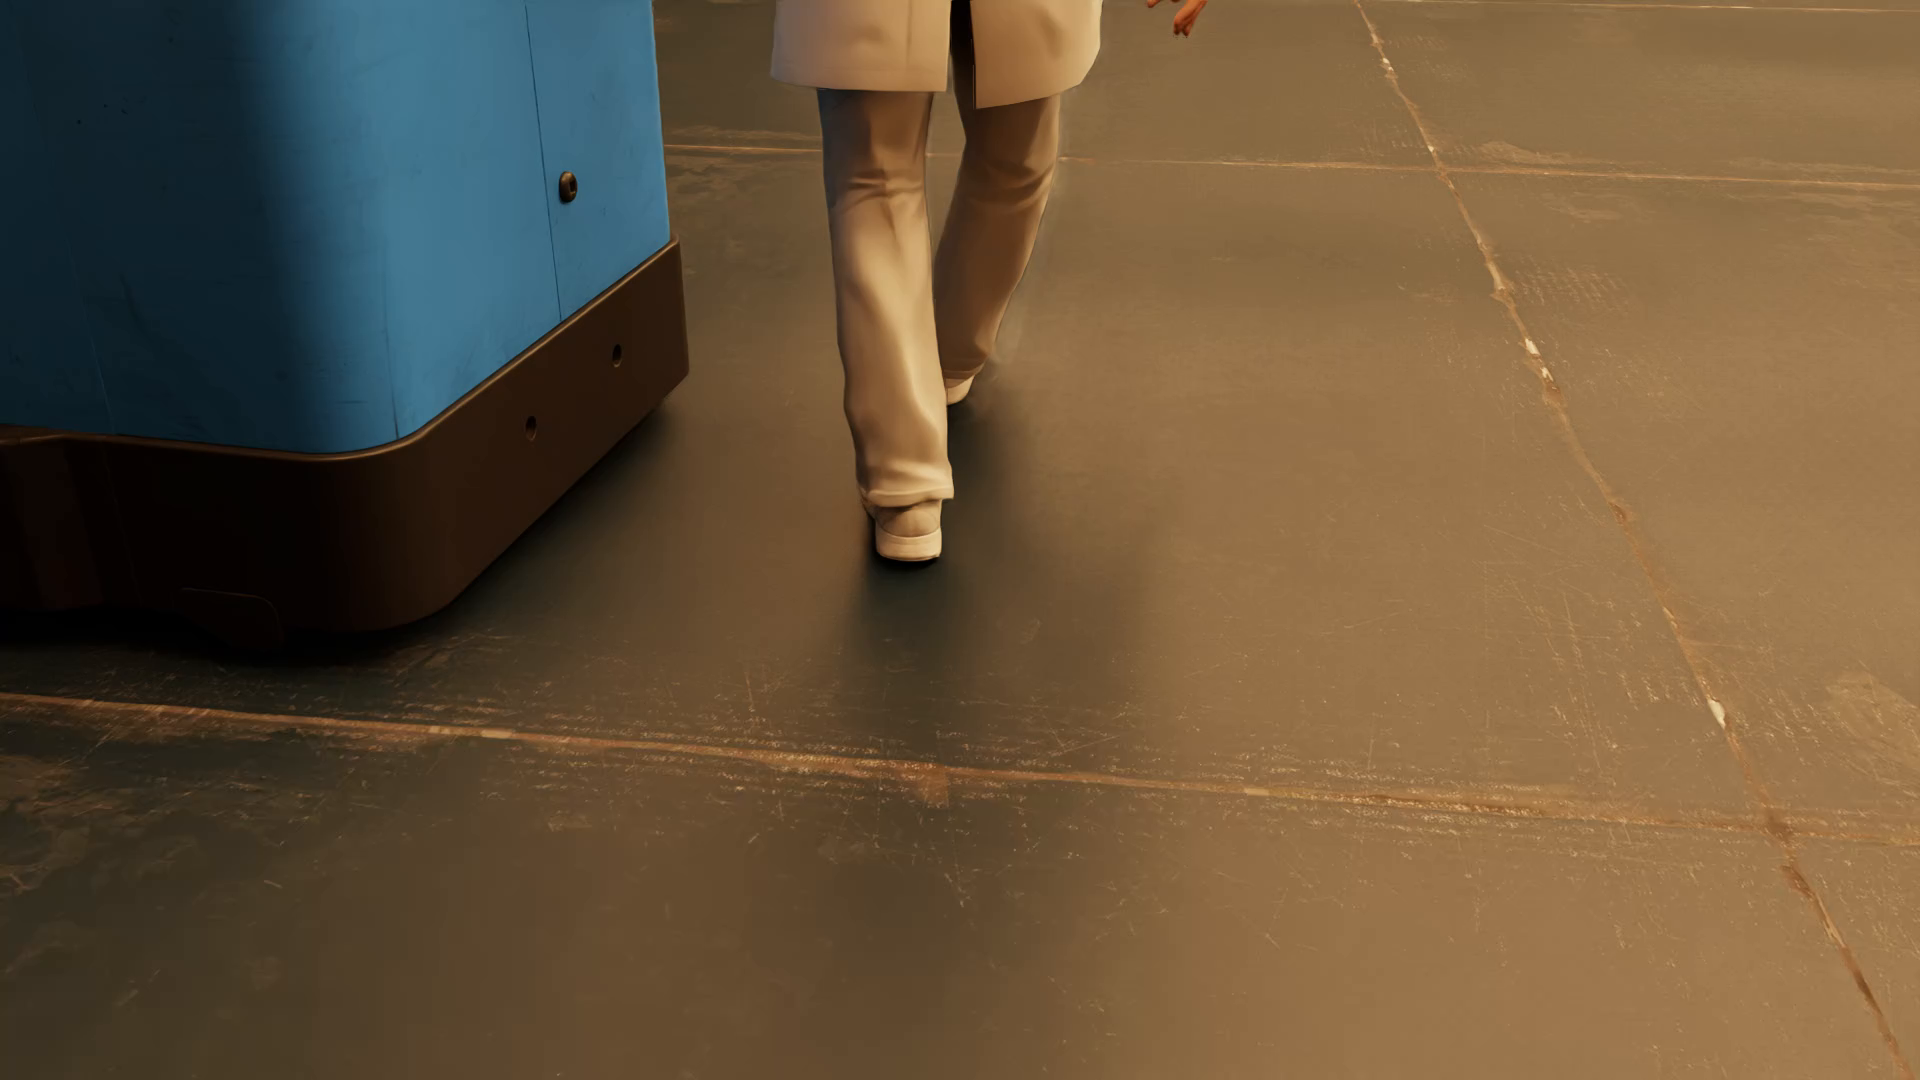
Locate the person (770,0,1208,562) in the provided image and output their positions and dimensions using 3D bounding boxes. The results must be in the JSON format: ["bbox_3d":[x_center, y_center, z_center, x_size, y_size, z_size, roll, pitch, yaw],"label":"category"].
[{"bbox_3d":[-0.048,-0.936,2.431,0.779,1.744,0.917,-2,27,-5],"label":"person"}]

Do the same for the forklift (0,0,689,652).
[{"bbox_3d":[-2.050,-1.498,2.219,3.031,2.935,1.130,6,27,11],"label":"forklift"}]
